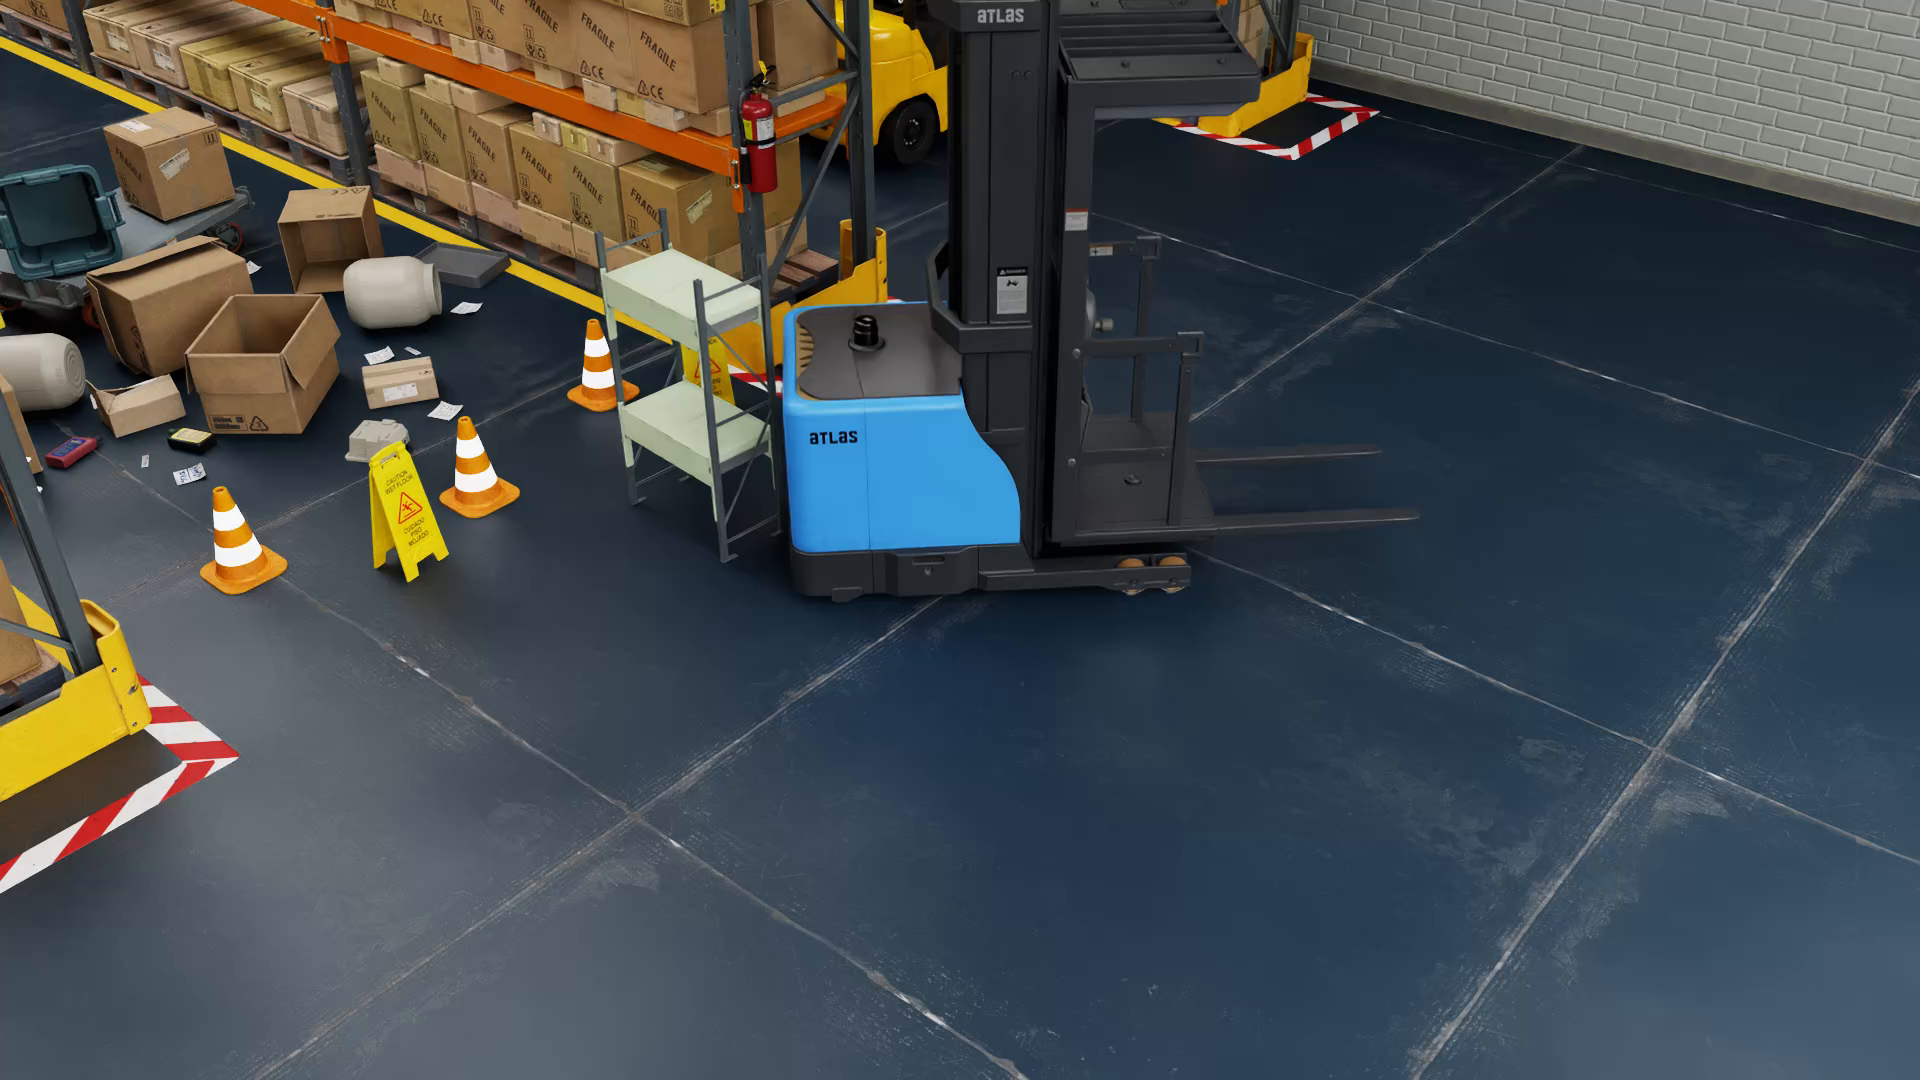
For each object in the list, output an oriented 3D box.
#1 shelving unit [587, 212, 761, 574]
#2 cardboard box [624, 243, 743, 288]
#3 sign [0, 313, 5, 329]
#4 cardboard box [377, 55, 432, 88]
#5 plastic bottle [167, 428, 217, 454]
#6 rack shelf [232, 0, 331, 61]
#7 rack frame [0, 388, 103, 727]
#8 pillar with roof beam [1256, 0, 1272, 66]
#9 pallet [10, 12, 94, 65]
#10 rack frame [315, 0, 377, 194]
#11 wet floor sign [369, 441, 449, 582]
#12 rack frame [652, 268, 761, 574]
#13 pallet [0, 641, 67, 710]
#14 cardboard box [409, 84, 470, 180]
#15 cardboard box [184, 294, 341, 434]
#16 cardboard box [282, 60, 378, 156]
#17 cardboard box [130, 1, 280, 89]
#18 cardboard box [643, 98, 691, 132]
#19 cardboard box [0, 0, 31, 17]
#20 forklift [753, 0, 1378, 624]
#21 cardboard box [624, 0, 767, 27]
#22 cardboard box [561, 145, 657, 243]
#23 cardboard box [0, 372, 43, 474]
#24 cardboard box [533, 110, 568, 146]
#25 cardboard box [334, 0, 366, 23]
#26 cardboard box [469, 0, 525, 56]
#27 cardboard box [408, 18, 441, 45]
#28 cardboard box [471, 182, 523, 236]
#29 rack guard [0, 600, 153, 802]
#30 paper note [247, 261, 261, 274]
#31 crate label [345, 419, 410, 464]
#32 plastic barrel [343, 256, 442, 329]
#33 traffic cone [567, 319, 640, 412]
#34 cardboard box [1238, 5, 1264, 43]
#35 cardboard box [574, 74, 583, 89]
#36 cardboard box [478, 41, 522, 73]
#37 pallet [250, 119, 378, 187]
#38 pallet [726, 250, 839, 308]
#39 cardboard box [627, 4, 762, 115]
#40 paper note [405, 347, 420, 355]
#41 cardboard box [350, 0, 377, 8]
[{"bbox_3d":[-1.352,-0.695,7.937,0.431,1.500,0.755,-20,39,-26],"label":"shelving unit"},{"bbox_3d":[-1.682,-1.695,10.126,0.500,0.250,0.500,25,42,32],"label":"cardboard box"},{"bbox_3d":[-3.600,-0.910,6.090,0.005,0.325,0.100,25,42,32],"label":"sign"},{"bbox_3d":[-3.606,-3.133,10.985,0.250,0.149,0.380,26,42,32],"label":"cardboard box"},{"bbox_3d":[-4.178,-0.544,8.988,0.283,0.061,0.133,12,36,16],"label":"plastic bottle"},{"bbox_3d":[-5.481,-4.348,12.567,4.000,0.370,1.077,25,42,32],"label":"rack shelf"},{"bbox_3d":[-3.960,-0.281,6.009,0.127,3.000,1.000,25,42,32],"label":"rack frame"},{"bbox_3d":[-0.410,-5.876,8.857,0.400,9.000,9.100,25,42,32],"label":"pillar with roof beam"},{"bbox_3d":[-7.576,-4.537,14.671,1.213,0.211,1.003,25,42,32],"label":"pallet"},{"bbox_3d":[-3.944,-3.920,11.308,0.127,3.000,1.000,25,42,32],"label":"rack frame"},{"bbox_3d":[-2.670,-0.161,7.915,0.232,0.644,0.267,18,38,24],"label":"wet floor sign"},{"bbox_3d":[-1.156,-0.520,7.682,0.400,1.500,0.023,-20,39,-26],"label":"rack frame"},{"bbox_3d":[-4.624,0.613,7.171,1.213,0.211,1.003,25,42,32],"label":"pallet"},{"bbox_3d":[-3.245,-2.749,10.998,0.500,0.500,0.500,27,43,34],"label":"cardboard box"},{"bbox_3d":[-3.840,-0.977,9.228,0.637,0.503,0.797,0,34,0],"label":"cardboard box"},{"bbox_3d":[-4.349,-3.199,12.208,0.625,0.372,0.950,26,42,32],"label":"cardboard box"},{"bbox_3d":[-6.018,-3.986,13.354,0.625,0.372,0.950,24,41,31],"label":"cardboard box"},{"bbox_3d":[-1.560,-2.453,9.395,0.250,0.149,0.380,25,42,31],"label":"cardboard box"},{"bbox_3d":[-8.179,-5.277,14.790,0.875,0.875,0.875,26,42,32],"label":"cardboard box"},{"bbox_3d":[0.593,-1.329,7.595,3.031,2.935,1.130,-11,36,-16],"label":"forklift"},{"bbox_3d":[-1.402,-3.137,8.934,0.500,0.500,0.700,24,41,31],"label":"cardboard box"},{"bbox_3d":[-2.056,-2.184,10.176,0.500,0.500,0.500,27,43,33],"label":"cardboard box"},{"bbox_3d":[-5.184,-0.584,8.657,0.500,0.500,0.500,-26,42,-32],"label":"cardboard box"},{"bbox_3d":[-2.370,-2.556,10.145,0.250,0.149,0.380,27,43,34],"label":"cardboard box"},{"bbox_3d":[-3.907,-3.563,11.010,0.250,0.149,0.380,25,42,32],"label":"cardboard box"},{"bbox_3d":[-2.605,-3.269,10.010,0.500,0.500,0.500,26,42,32],"label":"cardboard box"},{"bbox_3d":[-3.289,-3.306,10.636,0.250,0.149,0.380,27,43,33],"label":"cardboard box"},{"bbox_3d":[-2.837,-2.249,10.933,0.500,0.250,0.500,25,41,31],"label":"cardboard box"},{"bbox_3d":[-3.941,0.758,6.704,0.348,0.500,1.175,25,42,32],"label":"rack guard"},{"bbox_3d":[-4.628,-1.762,10.788,0.142,0.019,0.148,25,42,32],"label":"paper note"},{"bbox_3d":[-3.119,-0.537,8.911,0.298,0.136,0.250,6,35,8],"label":"crate label"},{"bbox_3d":[-3.426,-1.498,10.058,0.512,0.421,0.421,-6,35,-8],"label":"plastic barrel"},{"bbox_3d":[-2.026,-1.020,9.326,0.334,0.463,0.336,25,42,32],"label":"traffic cone"},{"bbox_3d":[2.074,-4.138,13.242,0.500,0.250,0.500,26,42,33],"label":"cardboard box"},{"bbox_3d":[-2.067,-2.789,9.884,0.250,0.149,0.380,26,42,32],"label":"cardboard box"},{"bbox_3d":[-2.719,-3.016,10.214,0.250,0.149,0.380,25,42,32],"label":"cardboard box"},{"bbox_3d":[-4.543,-3.052,12.507,1.213,0.211,1.003,25,42,32],"label":"pallet"},{"bbox_3d":[-1.530,-1.659,10.479,1.213,0.211,1.003,25,42,32],"label":"pallet"},{"bbox_3d":[-1.463,-2.711,9.198,0.500,0.500,0.500,24,41,31],"label":"cardboard box"},{"bbox_3d":[-3.251,-1.123,9.877,0.123,0.001,0.032,25,42,32],"label":"paper note"},{"bbox_3d":[-3.784,-3.803,10.787,0.500,0.500,0.500,25,42,32],"label":"cardboard box"}]
